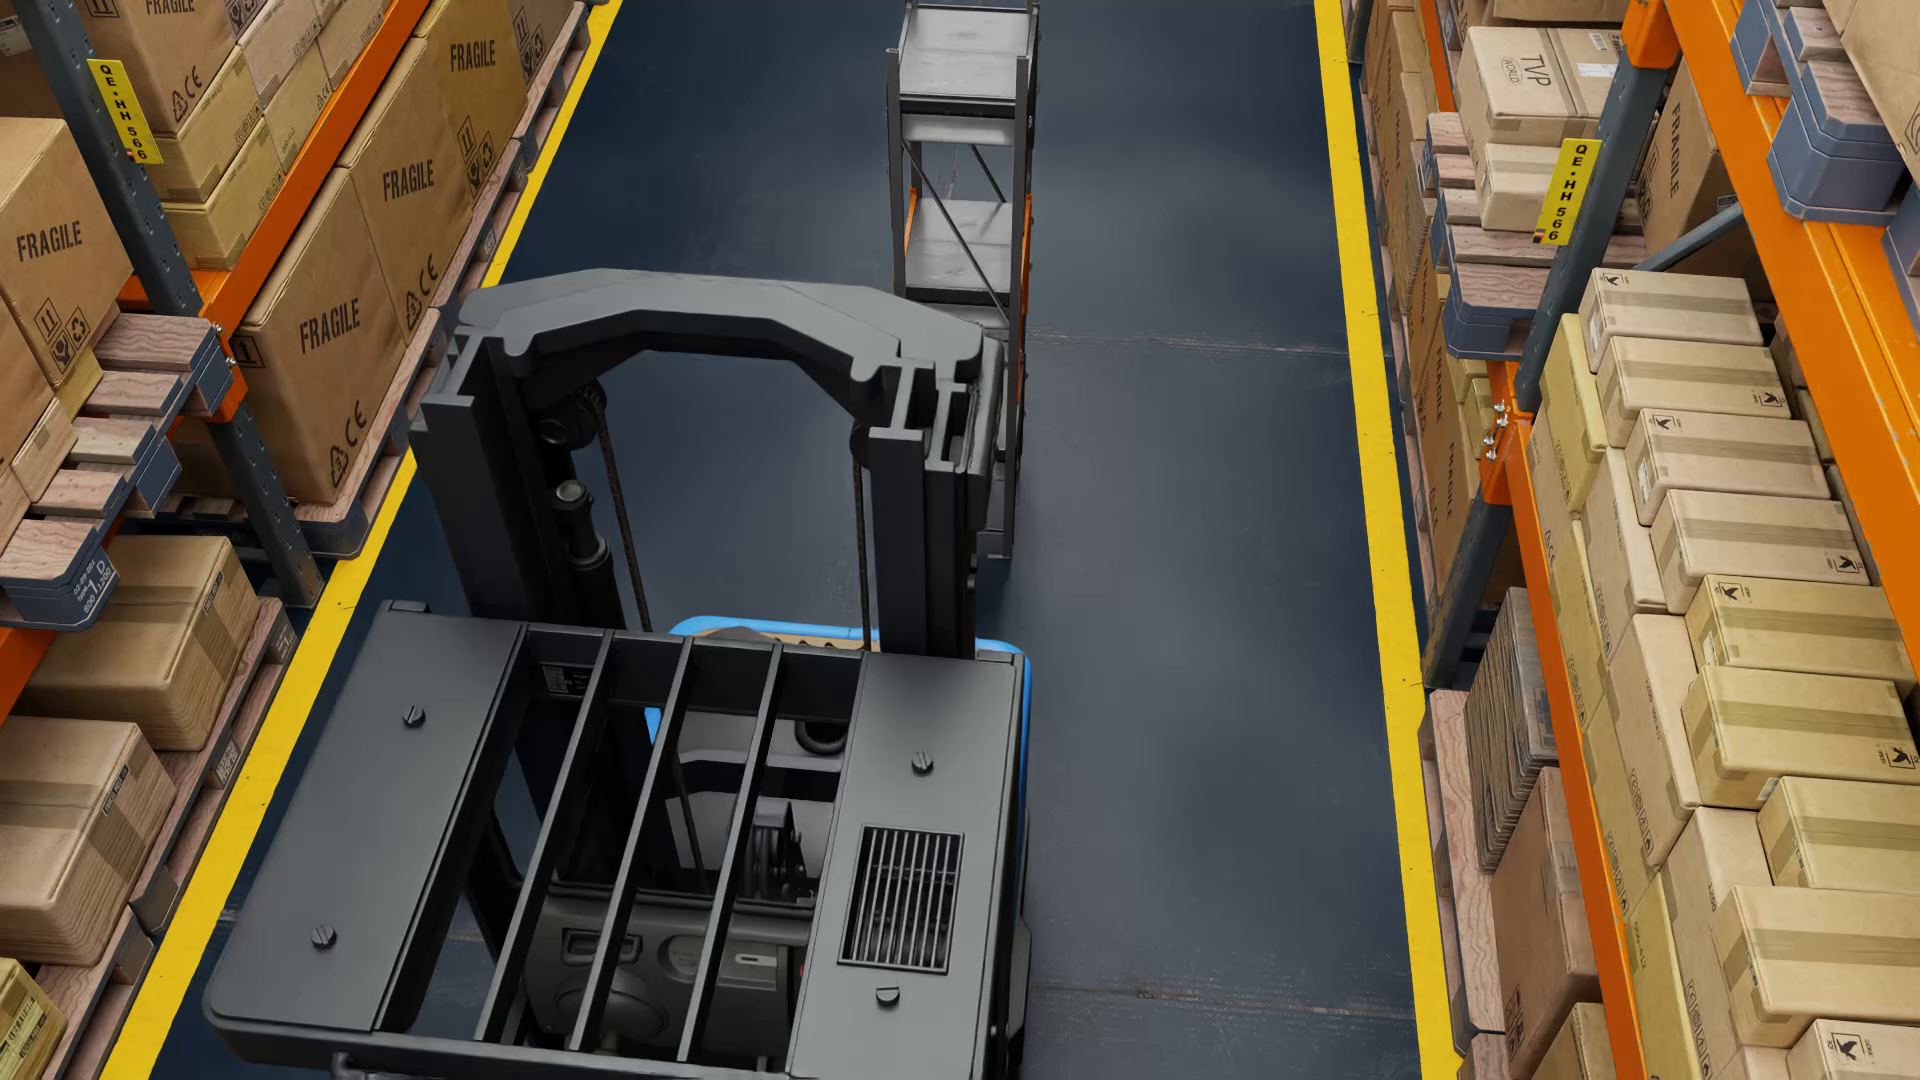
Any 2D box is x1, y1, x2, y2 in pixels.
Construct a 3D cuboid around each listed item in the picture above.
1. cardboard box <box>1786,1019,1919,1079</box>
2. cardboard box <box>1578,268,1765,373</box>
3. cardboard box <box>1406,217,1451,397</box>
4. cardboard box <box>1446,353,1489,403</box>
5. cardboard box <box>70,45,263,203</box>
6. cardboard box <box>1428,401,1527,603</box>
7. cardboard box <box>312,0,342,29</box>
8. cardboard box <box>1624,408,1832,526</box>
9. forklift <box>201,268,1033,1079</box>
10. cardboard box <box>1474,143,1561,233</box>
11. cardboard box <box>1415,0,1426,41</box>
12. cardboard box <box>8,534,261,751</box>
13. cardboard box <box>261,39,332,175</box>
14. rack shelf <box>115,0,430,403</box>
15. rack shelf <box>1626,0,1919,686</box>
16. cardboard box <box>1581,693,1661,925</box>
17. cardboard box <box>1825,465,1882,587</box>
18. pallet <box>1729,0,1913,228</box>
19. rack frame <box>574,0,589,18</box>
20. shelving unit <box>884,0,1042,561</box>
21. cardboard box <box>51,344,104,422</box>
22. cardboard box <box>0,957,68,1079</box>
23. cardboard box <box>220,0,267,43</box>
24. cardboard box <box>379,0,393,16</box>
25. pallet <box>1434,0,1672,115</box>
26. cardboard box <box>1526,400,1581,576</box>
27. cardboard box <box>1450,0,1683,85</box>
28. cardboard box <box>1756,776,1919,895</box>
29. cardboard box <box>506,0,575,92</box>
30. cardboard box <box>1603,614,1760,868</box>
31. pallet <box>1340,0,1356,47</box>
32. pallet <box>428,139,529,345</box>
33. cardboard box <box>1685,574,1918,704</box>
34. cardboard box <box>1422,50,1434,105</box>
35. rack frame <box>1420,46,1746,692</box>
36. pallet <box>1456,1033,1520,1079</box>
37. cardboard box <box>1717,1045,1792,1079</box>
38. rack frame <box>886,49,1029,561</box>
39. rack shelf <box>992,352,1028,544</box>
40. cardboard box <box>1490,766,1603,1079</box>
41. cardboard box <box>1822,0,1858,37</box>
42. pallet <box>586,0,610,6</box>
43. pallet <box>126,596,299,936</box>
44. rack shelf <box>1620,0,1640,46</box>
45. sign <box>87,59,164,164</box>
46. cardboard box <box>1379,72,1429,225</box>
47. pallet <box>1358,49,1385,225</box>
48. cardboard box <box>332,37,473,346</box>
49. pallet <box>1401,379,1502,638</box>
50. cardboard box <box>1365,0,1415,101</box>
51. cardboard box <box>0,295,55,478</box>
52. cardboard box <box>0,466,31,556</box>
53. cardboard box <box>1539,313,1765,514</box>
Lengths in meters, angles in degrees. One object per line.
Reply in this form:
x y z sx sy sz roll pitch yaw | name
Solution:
1.647 0.975 2.818 0.380 0.149 0.250 4 48 4 | cardboard box
1.792 -0.543 4.206 0.380 0.149 0.250 5 48 5 | cardboard box
2.040 -0.880 6.431 0.500 0.500 0.500 6 48 5 | cardboard box
1.901 -0.604 5.740 0.380 0.149 0.250 2 48 2 | cardboard box
-2.537 -1.309 5.178 0.500 0.250 0.500 4 48 3 | cardboard box
1.939 -0.128 5.743 0.500 0.500 0.500 5 48 5 | cardboard box
-2.431 -2.054 5.859 0.500 0.250 0.500 4 48 3 | cardboard box
1.771 -0.156 3.852 0.380 0.149 0.250 5 48 5 | cardboard box
-0.464 1.059 3.295 1.130 2.935 3.031 5 48 4 | forklift
1.792 -1.070 5.081 0.380 0.149 0.250 5 48 4 | cardboard box
2.221 -2.317 7.306 0.380 0.149 0.250 2 48 2 | cardboard box
-2.891 0.324 5.417 0.950 0.372 0.625 1 48 1 | cardboard box
-2.505 -1.506 5.696 0.500 0.250 0.500 3 48 2 | cardboard box
-2.647 -2.062 6.591 1.077 0.370 4.000 4 48 4 | rack shelf
1.932 0.196 2.493 1.077 0.370 4.000 4 48 4 | rack shelf
1.740 0.604 3.766 0.500 0.250 0.500 2 48 2 | cardboard box
2.305 0.102 3.887 0.500 0.250 0.500 4 48 4 | cardboard box
2.141 -0.948 3.180 1.213 0.211 1.003 6 48 5 | pallet
-2.465 -3.775 7.670 1.000 3.000 0.127 4 48 4 | rack frame
0.015 -0.830 5.586 0.431 2.100 0.503 4 48 4 | shelving unit
-2.577 -0.434 4.500 0.380 0.149 0.250 5 48 4 | cardboard box
-3.025 1.424 4.411 0.950 0.372 0.625 5 48 5 | cardboard box
-2.505 -1.918 5.226 0.500 0.500 0.500 4 48 4 | cardboard box
-2.410 -2.254 6.380 0.500 0.250 0.500 4 48 4 | cardboard box
2.287 -1.869 6.057 1.003 0.211 1.213 4 48 4 | pallet
1.830 -0.144 4.451 0.500 0.250 0.500 4 48 4 | cardboard box
2.079 -1.893 5.594 0.797 0.503 0.637 3 48 3 | cardboard box
1.757 0.604 3.157 0.380 0.149 0.250 4 48 4 | cardboard box
-2.442 -2.738 7.877 0.875 0.875 0.875 5 48 5 | cardboard box
1.718 0.438 3.579 0.500 0.250 0.500 3 48 3 | cardboard box
2.542 -3.007 8.858 1.003 0.211 1.213 4 48 4 | pallet
-2.569 -1.363 7.353 1.003 0.211 1.213 4 48 4 | pallet
1.766 0.224 3.505 0.380 0.149 0.250 4 48 4 | cardboard box
2.149 -1.934 6.955 0.380 0.149 0.250 4 48 3 | cardboard box
2.114 -0.504 4.679 1.000 3.000 0.127 4 48 4 | rack frame
1.886 1.933 4.339 1.003 0.211 1.213 4 48 4 | pallet
1.632 1.185 2.896 0.500 0.250 0.500 5 48 4 | cardboard box
-0.007 -0.651 5.422 0.400 2.100 0.015 4 48 4 | rack frame
0.015 -0.349 6.113 0.431 0.518 0.480 4 48 4 | rack shelf
1.992 1.093 4.542 0.875 0.625 0.625 5 48 5 | cardboard box
1.805 -1.210 2.871 0.500 0.500 0.500 4 48 4 | cardboard box
-2.318 -3.387 9.205 1.003 0.211 1.213 4 48 4 | pallet
-2.902 0.680 5.485 1.003 0.211 1.213 4 48 4 | pallet
2.296 -2.744 5.181 1.077 0.370 4.000 4 48 4 | rack shelf
-2.288 -1.170 4.556 0.100 0.325 0.005 4 48 4 | sign
2.122 -1.643 7.129 0.500 0.500 0.500 3 48 2 | cardboard box
2.442 -1.902 7.847 1.003 0.211 1.213 4 48 4 | pallet
-2.598 -1.417 6.669 0.875 0.875 0.875 4 48 4 | cardboard box
2.220 -0.109 6.207 1.003 0.211 1.213 4 48 4 | pallet
2.210 -2.402 7.823 0.500 0.500 0.500 6 48 5 | cardboard box
-2.630 -0.378 4.009 0.500 0.500 0.500 3 48 3 | cardboard box
-2.586 -0.061 4.159 0.380 0.149 0.250 2 48 2 | cardboard box
1.806 -0.315 4.268 0.500 0.250 0.500 4 48 3 | cardboard box
